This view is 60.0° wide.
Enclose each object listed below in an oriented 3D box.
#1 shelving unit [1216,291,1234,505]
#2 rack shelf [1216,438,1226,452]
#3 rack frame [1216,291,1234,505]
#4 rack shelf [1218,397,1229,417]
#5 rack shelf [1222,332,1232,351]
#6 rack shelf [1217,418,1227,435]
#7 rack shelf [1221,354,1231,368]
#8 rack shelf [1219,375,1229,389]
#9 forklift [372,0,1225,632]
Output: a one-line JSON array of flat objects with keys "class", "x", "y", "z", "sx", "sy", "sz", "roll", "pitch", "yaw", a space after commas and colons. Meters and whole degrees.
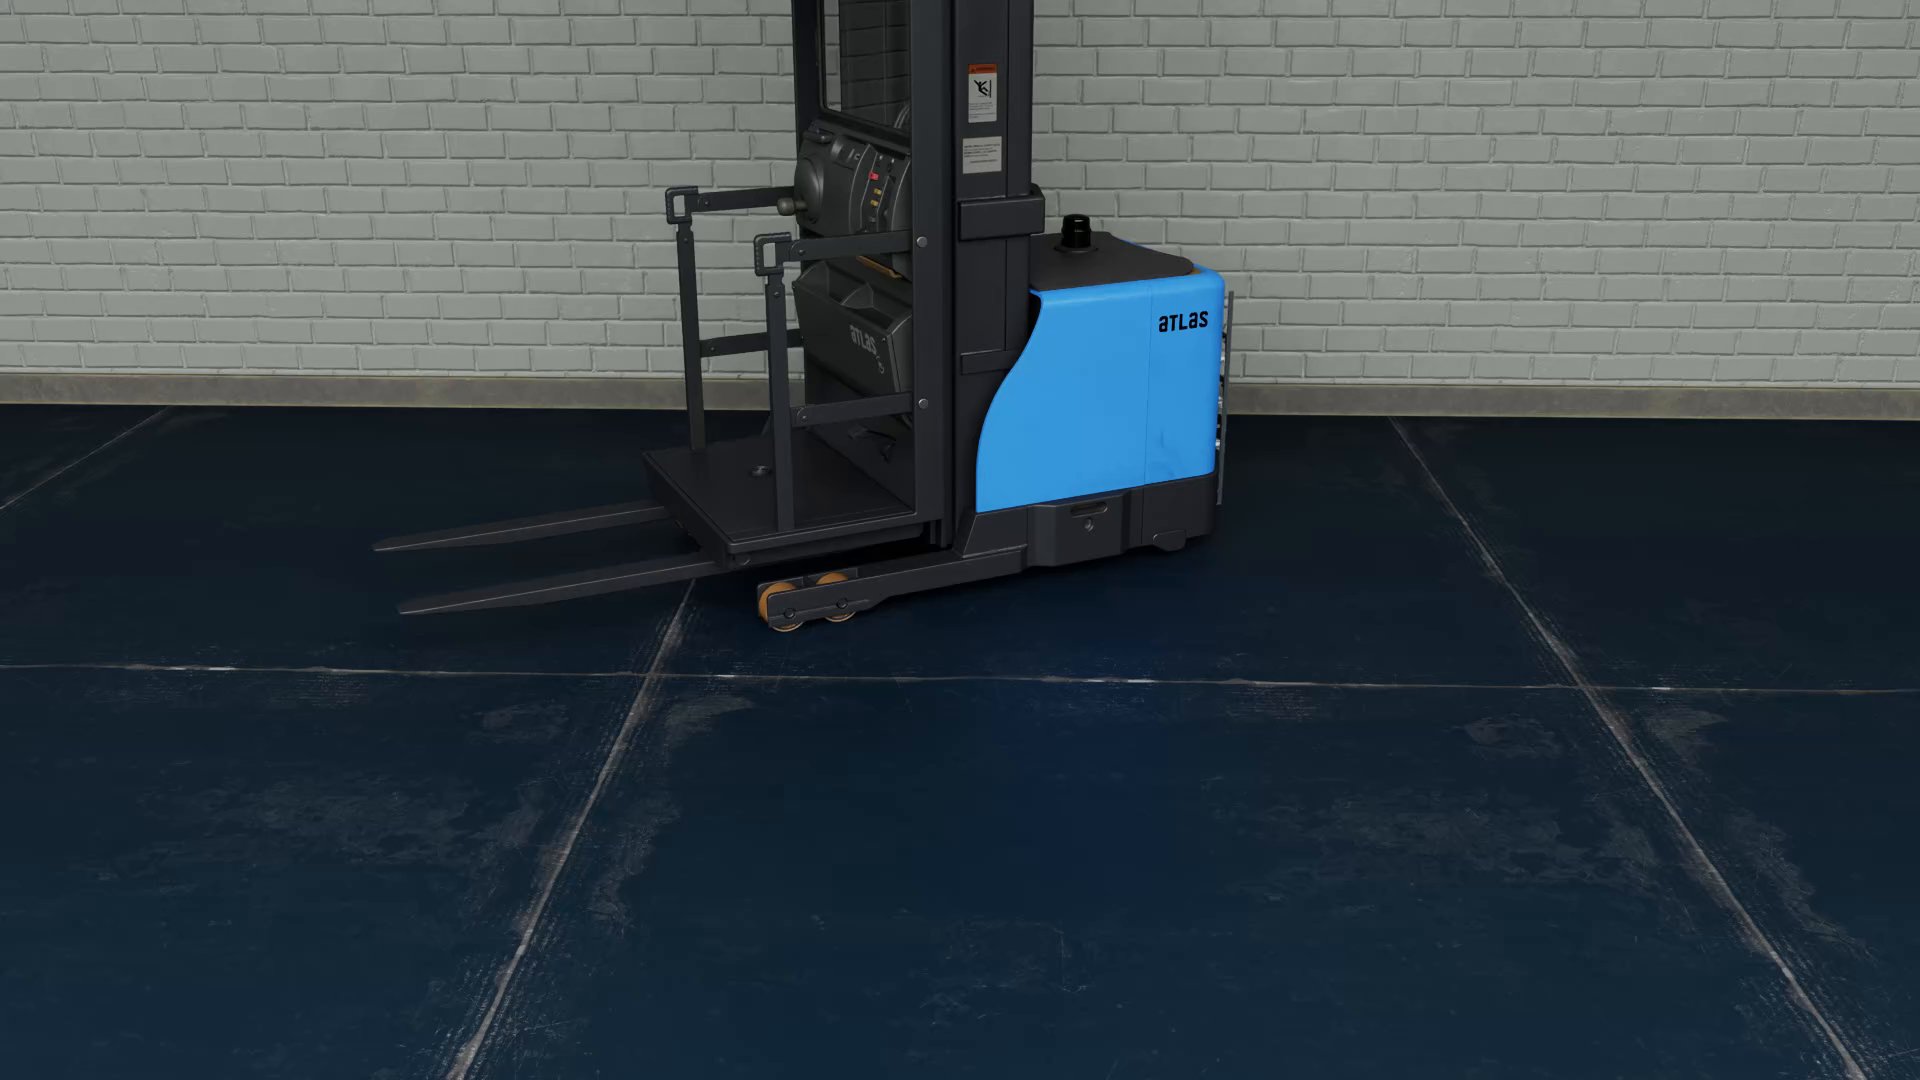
[{"class": "shelving unit", "x": 0.932, "y": -0.582, "z": 6.785, "sx": 0.258, "sy": 0.900, "sz": 0.210, "roll": -10, "pitch": 23, "yaw": -24}, {"class": "rack shelf", "x": 0.932, "y": -0.383, "z": 6.862, "sx": 0.258, "sy": 0.077, "sz": 0.200, "roll": -10, "pitch": 23, "yaw": -24}, {"class": "rack frame", "x": 0.976, "y": -0.549, "z": 6.699, "sx": 0.240, "sy": 0.900, "sz": 0.006, "roll": -10, "pitch": 23, "yaw": -24}, {"class": "rack shelf", "x": 0.932, "y": -0.551, "z": 6.797, "sx": 0.258, "sy": 0.077, "sz": 0.200, "roll": -10, "pitch": 23, "yaw": -24}, {"class": "rack shelf", "x": 0.932, "y": -0.803, "z": 6.699, "sx": 0.258, "sy": 0.077, "sz": 0.200, "roll": -10, "pitch": 23, "yaw": -24}, {"class": "rack shelf", "x": 0.932, "y": -0.467, "z": 6.829, "sx": 0.258, "sy": 0.077, "sz": 0.200, "roll": -10, "pitch": 23, "yaw": -24}, {"class": "rack shelf", "x": 0.932, "y": -0.719, "z": 6.732, "sx": 0.258, "sy": 0.077, "sz": 0.200, "roll": -10, "pitch": 23, "yaw": -24}, {"class": "rack shelf", "x": 0.932, "y": -0.635, "z": 6.764, "sx": 0.258, "sy": 0.077, "sz": 0.200, "roll": -10, "pitch": 23, "yaw": -24}, {"class": "forklift", "x": -0.567, "y": -1.269, "z": 5.746, "sx": 3.031, "sy": 2.935, "sz": 1.130, "roll": -10, "pitch": 23, "yaw": -24}]
